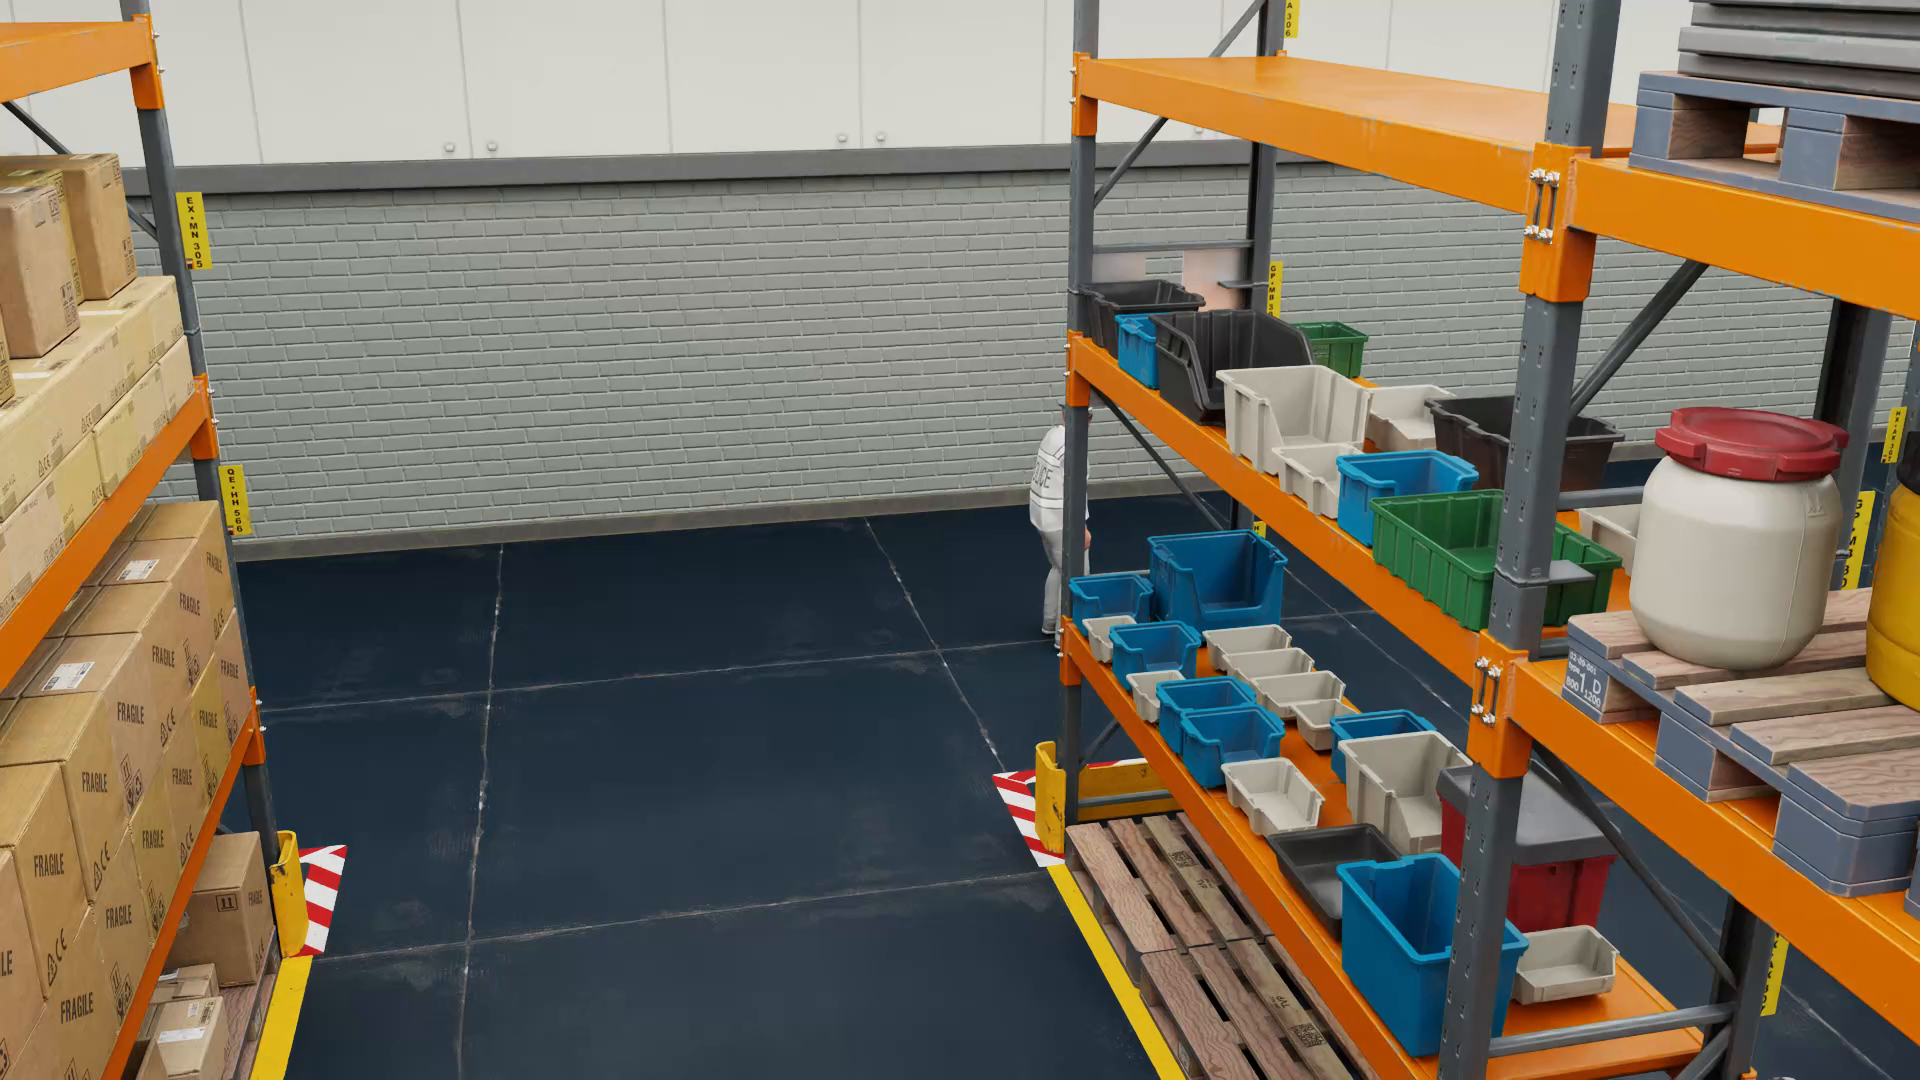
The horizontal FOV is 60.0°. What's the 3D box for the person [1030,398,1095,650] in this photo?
[{"bbox_3d":[0.718,-0.130,11.427,0.443,1.747,0.606,-6,20,-16],"label":"person"}]
